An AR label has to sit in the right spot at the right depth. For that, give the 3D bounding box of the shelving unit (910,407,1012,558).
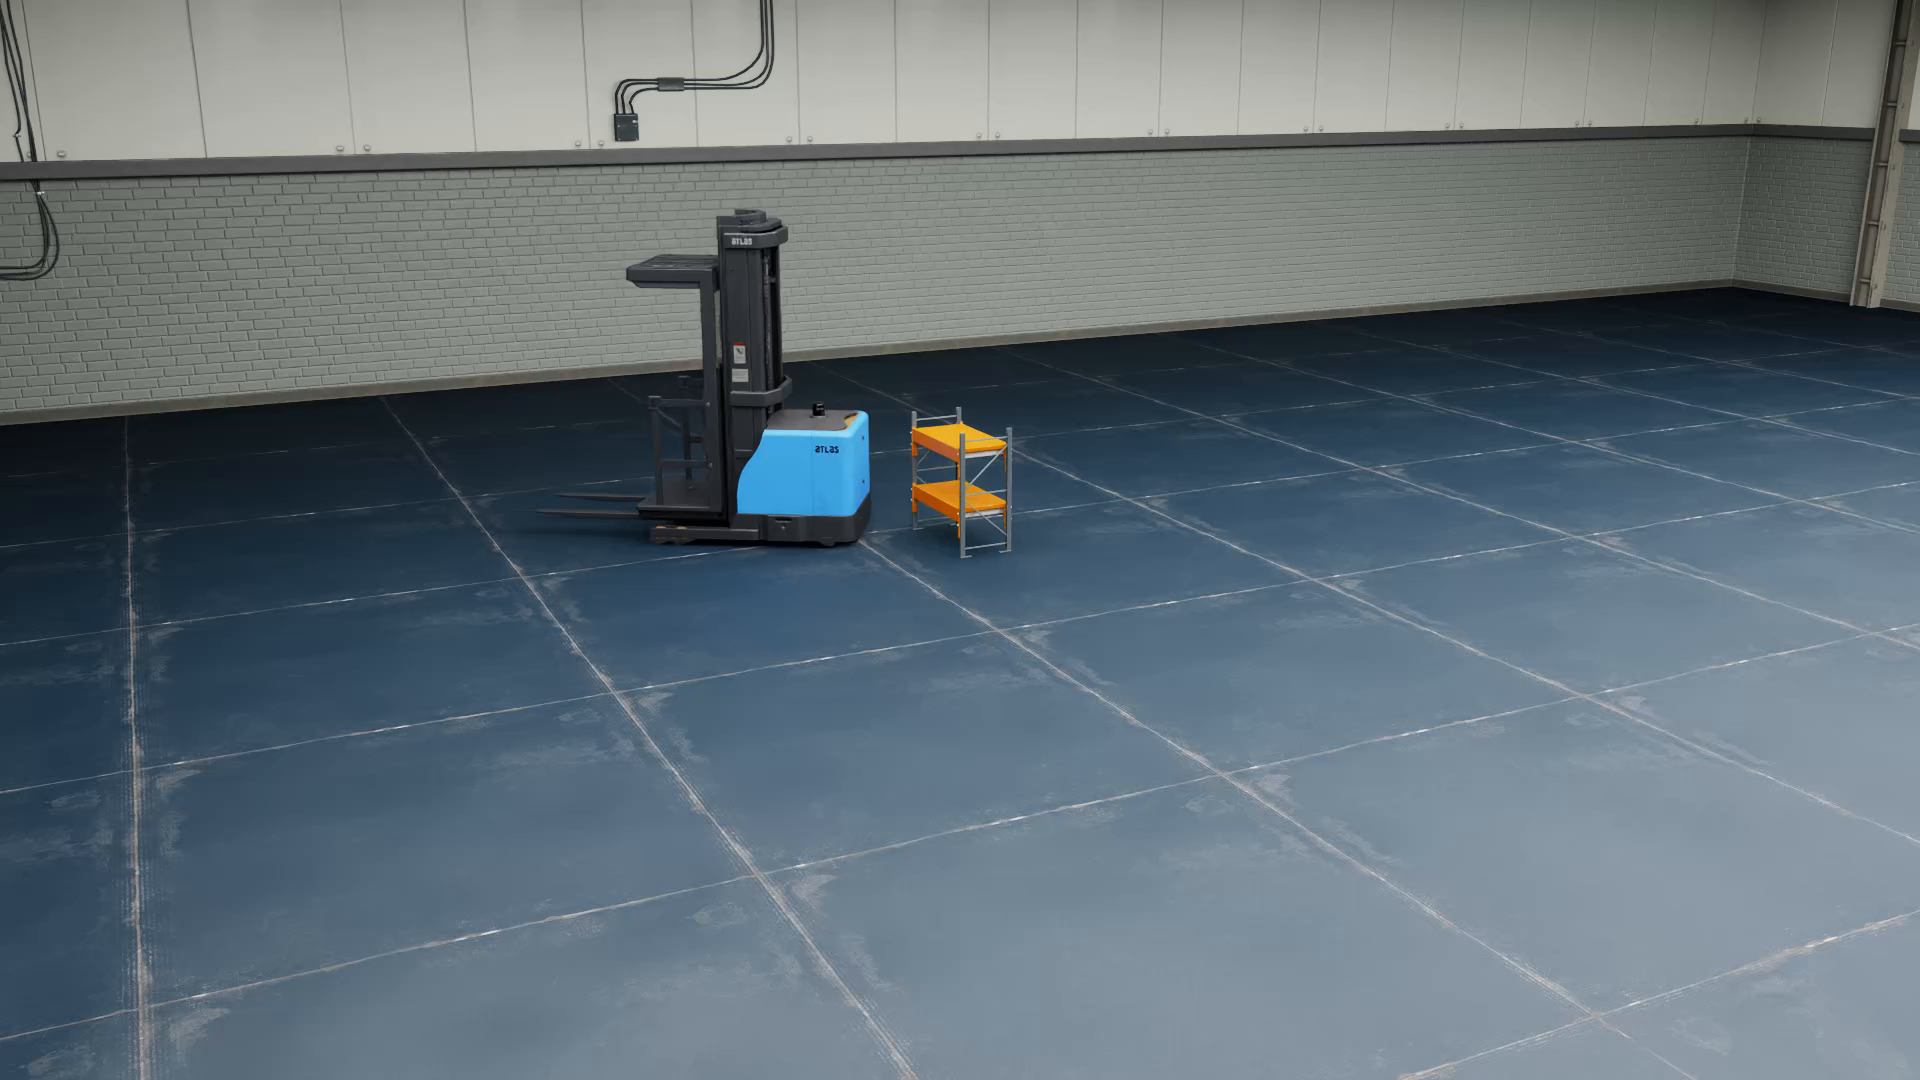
[{"bbox_3d":[0.003,-0.539,15.089,0.538,1.125,1.048,-8,18,-25],"label":"shelving unit"}]

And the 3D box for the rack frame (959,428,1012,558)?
[{"bbox_3d":[0.226,-0.413,14.650,0.500,1.125,0.032,-8,18,-25],"label":"rack frame"}]

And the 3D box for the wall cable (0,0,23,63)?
[{"bbox_3d":[-9.699,-6.885,19.400,3.097,2.526,0.112,-8,18,-25],"label":"wall cable"}]

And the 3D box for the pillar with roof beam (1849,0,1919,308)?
[{"bbox_3d":[12.417,-8.019,26.879,9.100,9.000,0.400,-8,18,-25],"label":"pillar with roof beam"}]

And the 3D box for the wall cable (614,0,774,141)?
[{"bbox_3d":[-3.590,-8.401,22.044,2.305,6.003,0.169,-8,18,-25],"label":"wall cable"}]

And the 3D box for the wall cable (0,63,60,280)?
[{"bbox_3d":[-12.131,-4.130,18.958,3.097,2.526,0.112,-8,18,-25],"label":"wall cable"}]

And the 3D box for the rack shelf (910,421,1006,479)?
[{"bbox_3d":[0.003,-0.820,15.008,0.538,0.278,1.000,-8,18,-25],"label":"rack shelf"}]

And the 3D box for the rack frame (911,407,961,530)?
[{"bbox_3d":[-0.220,-0.665,15.528,0.500,1.125,0.032,-8,18,-25],"label":"rack frame"}]

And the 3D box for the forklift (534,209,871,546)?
[{"bbox_3d":[-2.397,-1.505,15.181,3.031,2.935,1.130,2,16,6],"label":"forklift"}]

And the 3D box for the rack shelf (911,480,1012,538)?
[{"bbox_3d":[0.003,-0.304,15.156,0.538,0.278,1.000,-8,18,-25],"label":"rack shelf"}]
